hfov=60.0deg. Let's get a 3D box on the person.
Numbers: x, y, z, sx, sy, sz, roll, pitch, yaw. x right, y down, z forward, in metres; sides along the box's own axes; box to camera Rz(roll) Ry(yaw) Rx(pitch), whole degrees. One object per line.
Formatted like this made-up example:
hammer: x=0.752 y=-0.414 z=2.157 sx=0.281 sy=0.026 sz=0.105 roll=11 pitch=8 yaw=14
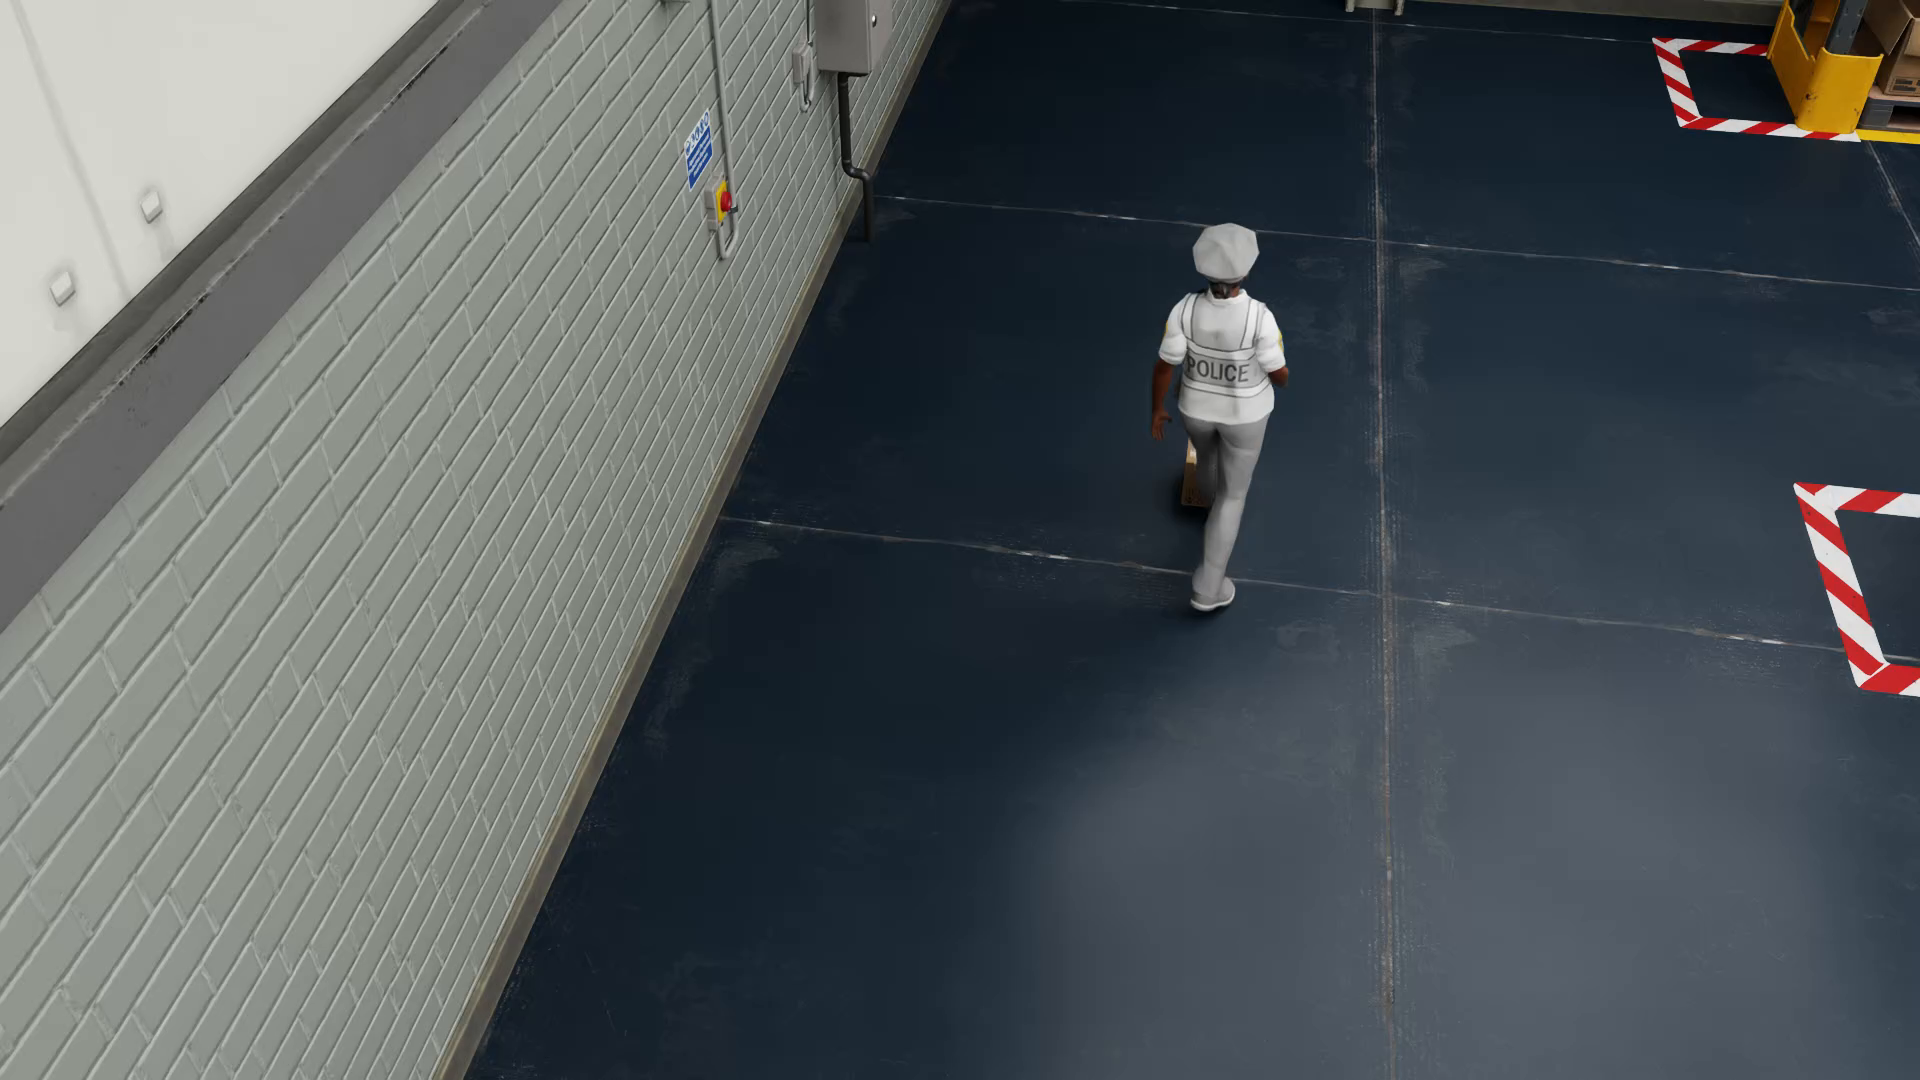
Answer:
person: x=1.088 y=-0.585 z=6.827 sx=0.508 sy=1.645 sz=0.955 roll=18 pitch=44 yaw=20
